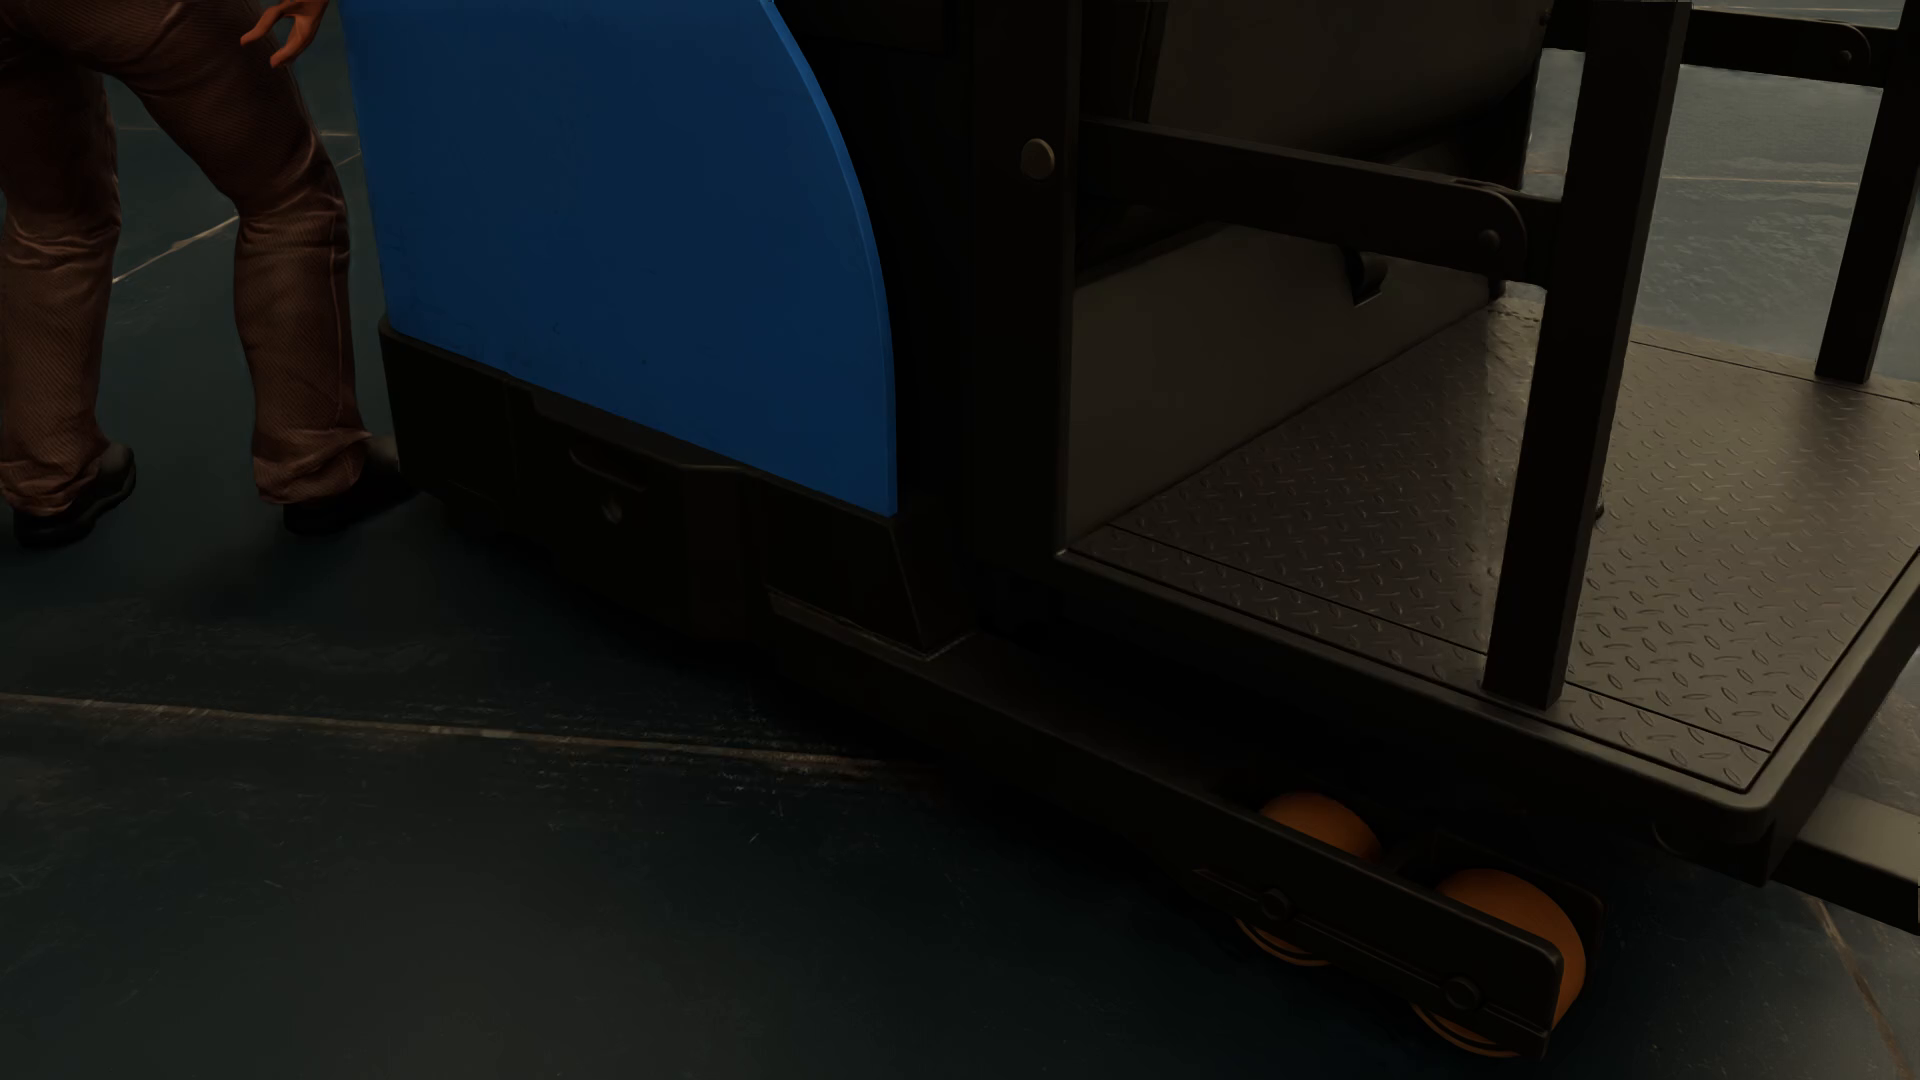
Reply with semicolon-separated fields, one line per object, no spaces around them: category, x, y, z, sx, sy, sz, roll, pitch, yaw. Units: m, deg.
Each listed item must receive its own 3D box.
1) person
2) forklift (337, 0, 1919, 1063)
person;-1.164;-0.795;2.205;0.711;1.699;0.490;5;27;10
forklift;0.596;-1.102;1.425;3.031;2.935;1.130;21;33;35
